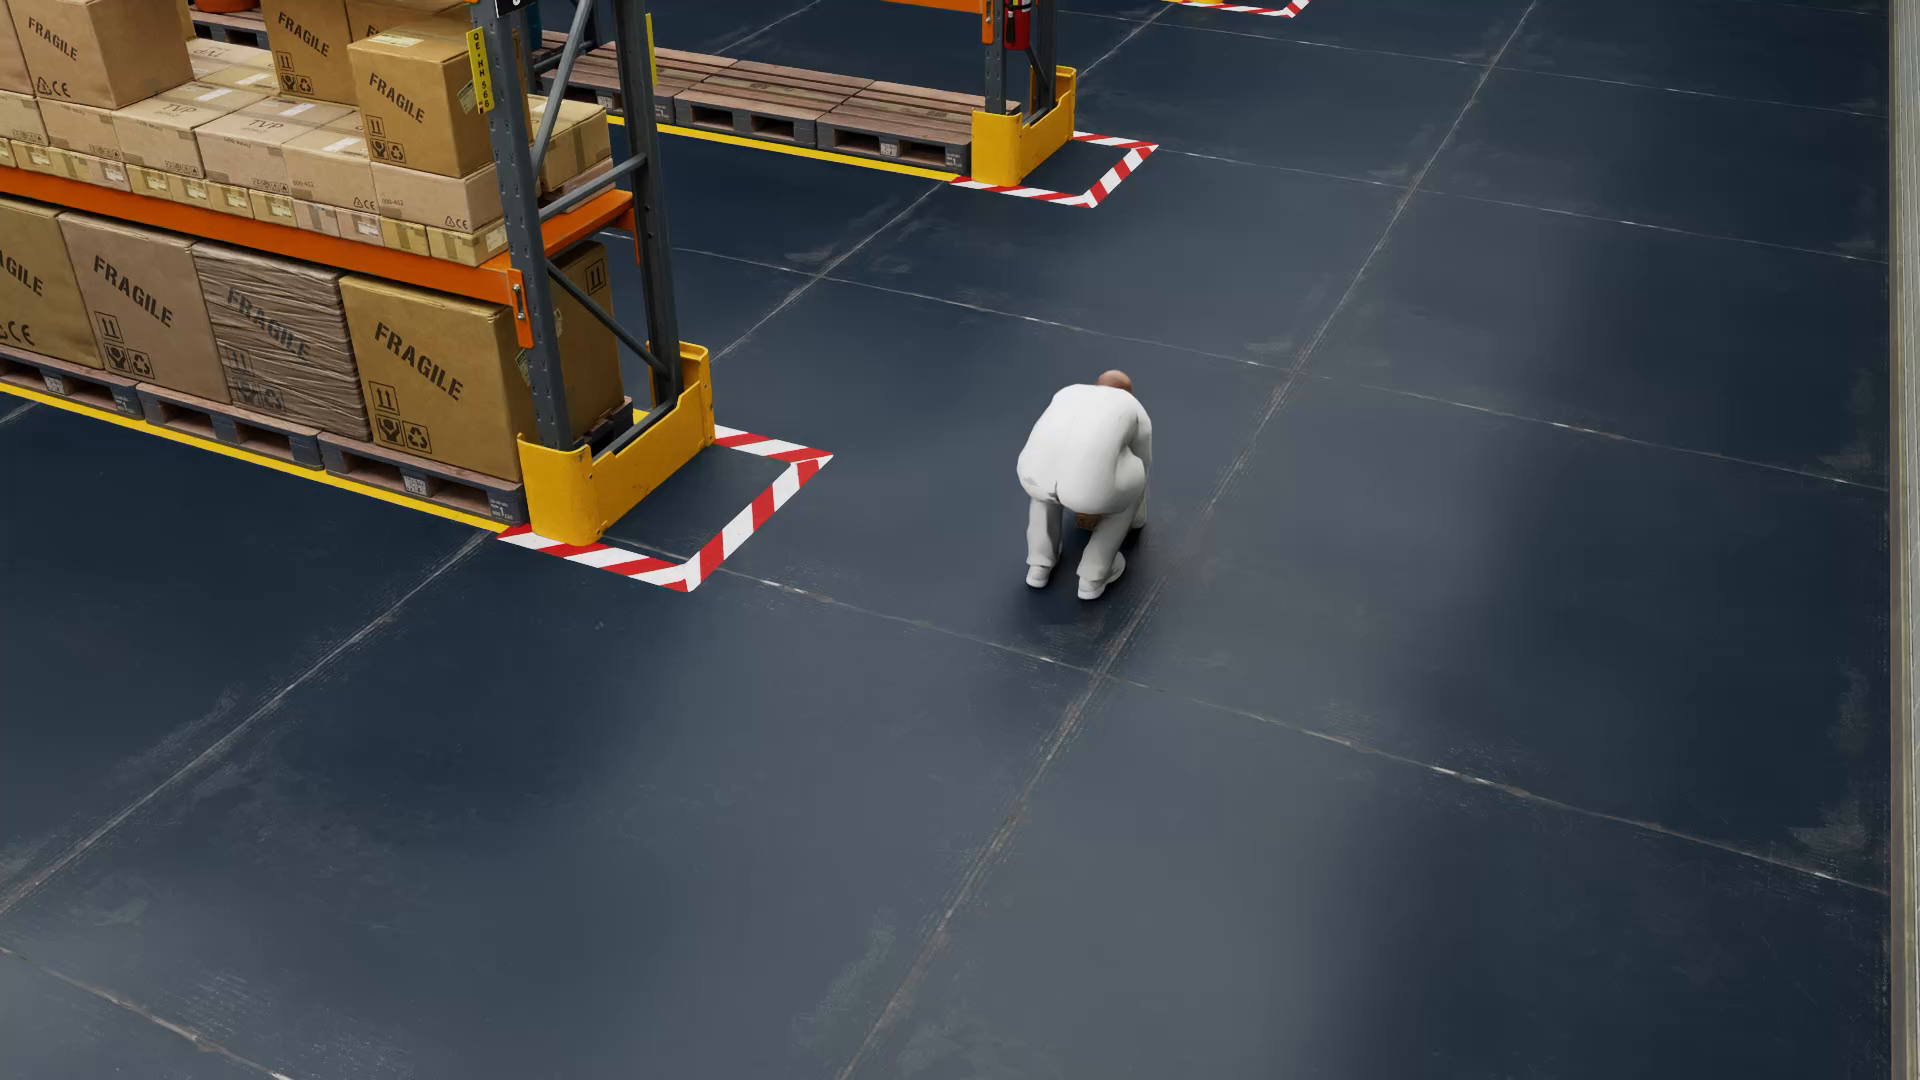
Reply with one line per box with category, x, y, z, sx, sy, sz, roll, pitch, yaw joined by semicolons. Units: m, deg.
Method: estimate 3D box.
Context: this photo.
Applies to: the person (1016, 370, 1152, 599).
person;0.574;-0.276;7.421;0.590;0.887;0.953;13;35;19
